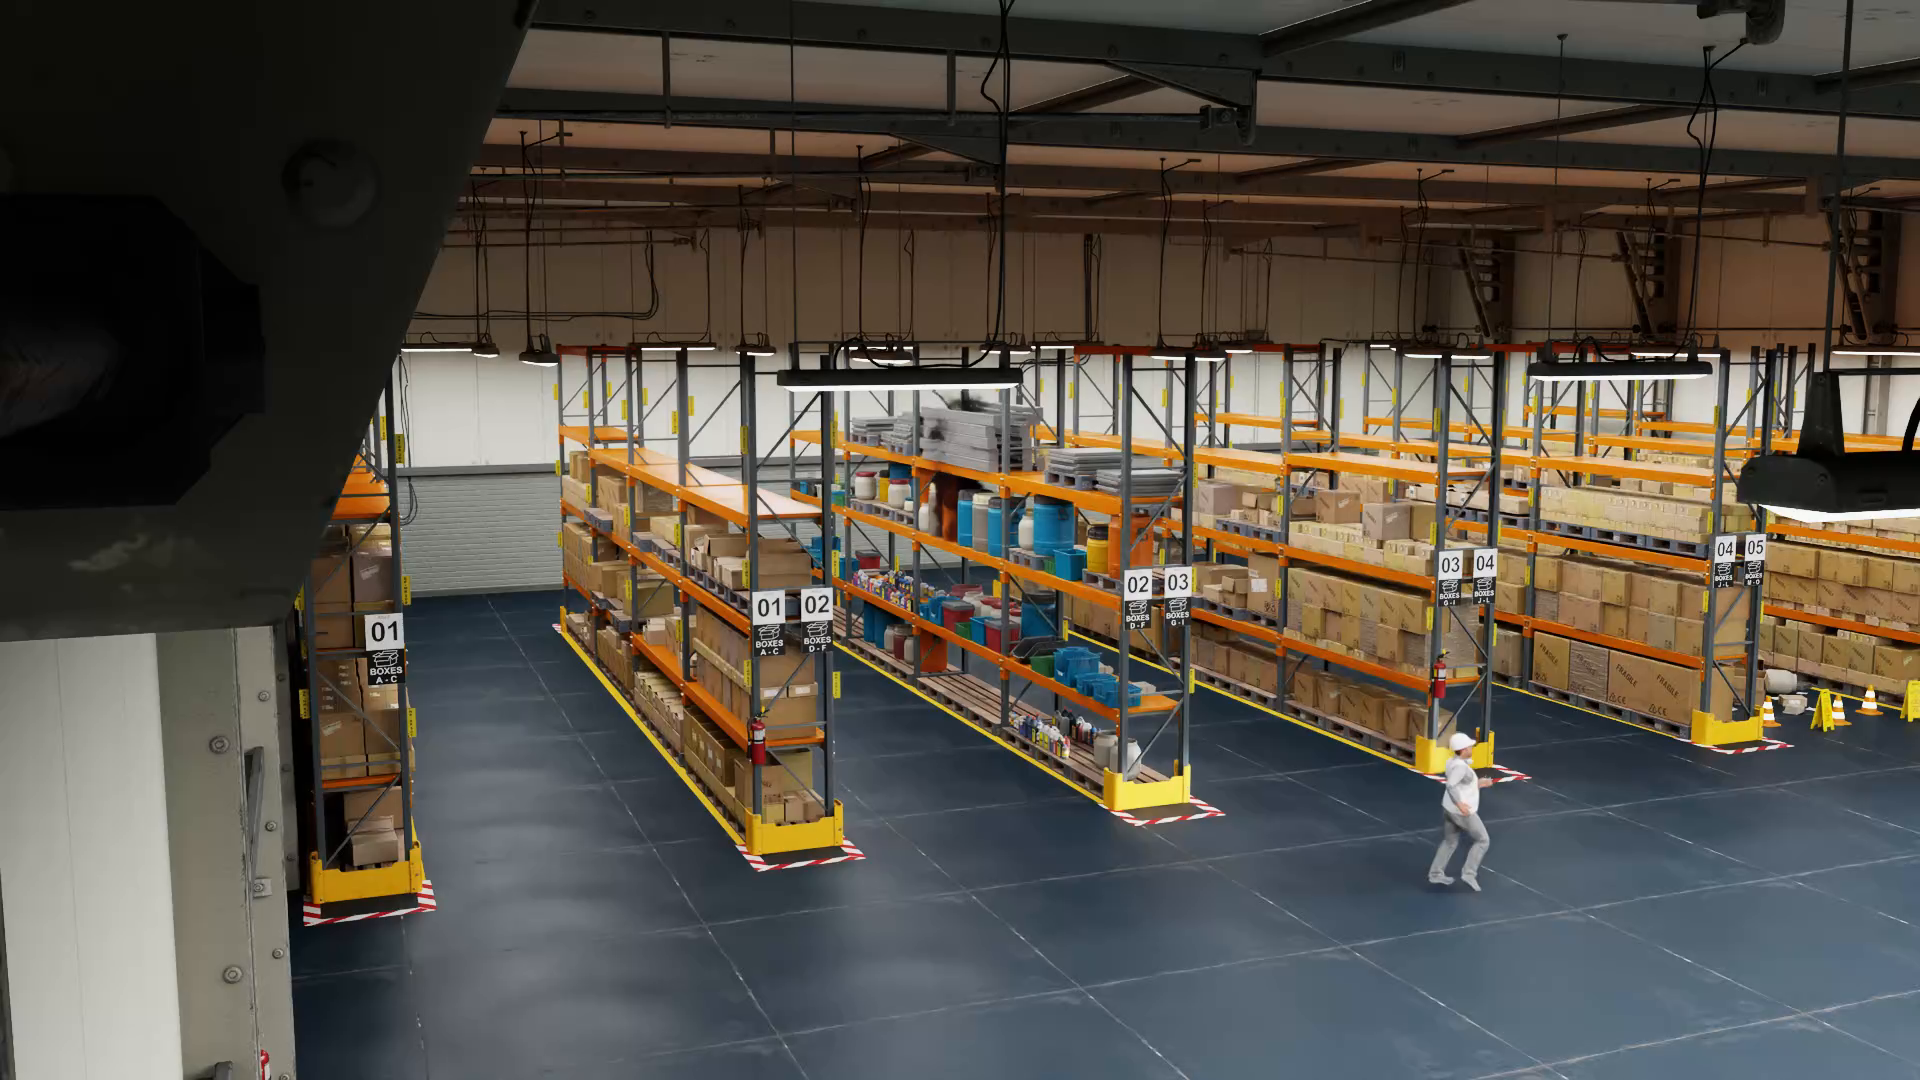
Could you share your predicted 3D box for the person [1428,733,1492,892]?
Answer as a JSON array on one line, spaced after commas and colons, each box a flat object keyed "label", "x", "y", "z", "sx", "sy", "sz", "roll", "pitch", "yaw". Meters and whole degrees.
[{"label": "person", "x": 5.666, "y": 3.078, "z": 18.785, "sx": 0.699, "sy": 1.815, "sz": 0.638, "roll": -1, "pitch": 7, "yaw": -6}]
